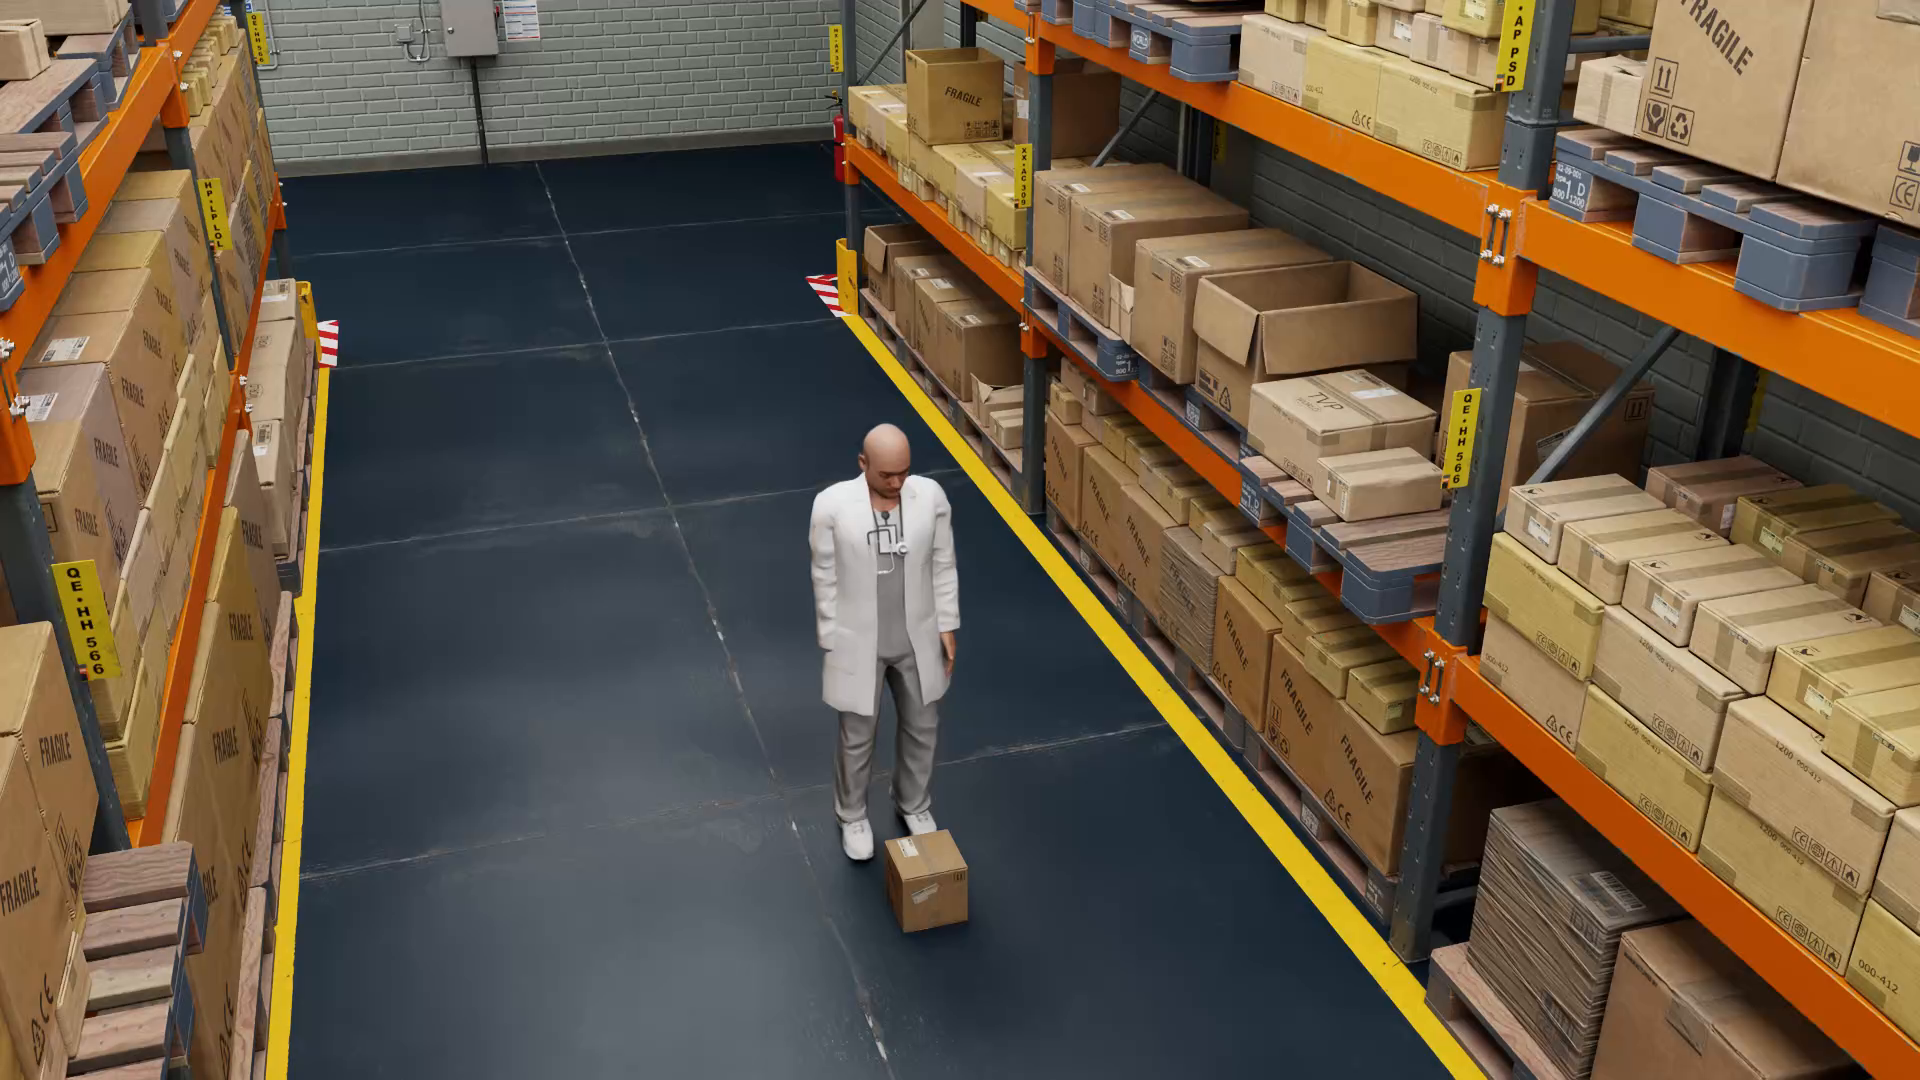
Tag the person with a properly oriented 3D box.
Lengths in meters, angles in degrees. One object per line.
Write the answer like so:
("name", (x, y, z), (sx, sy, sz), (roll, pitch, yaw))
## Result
("person", (-0.268, 0.387, 6.352), (0.564, 1.770, 0.377), (-8, 27, -15))
